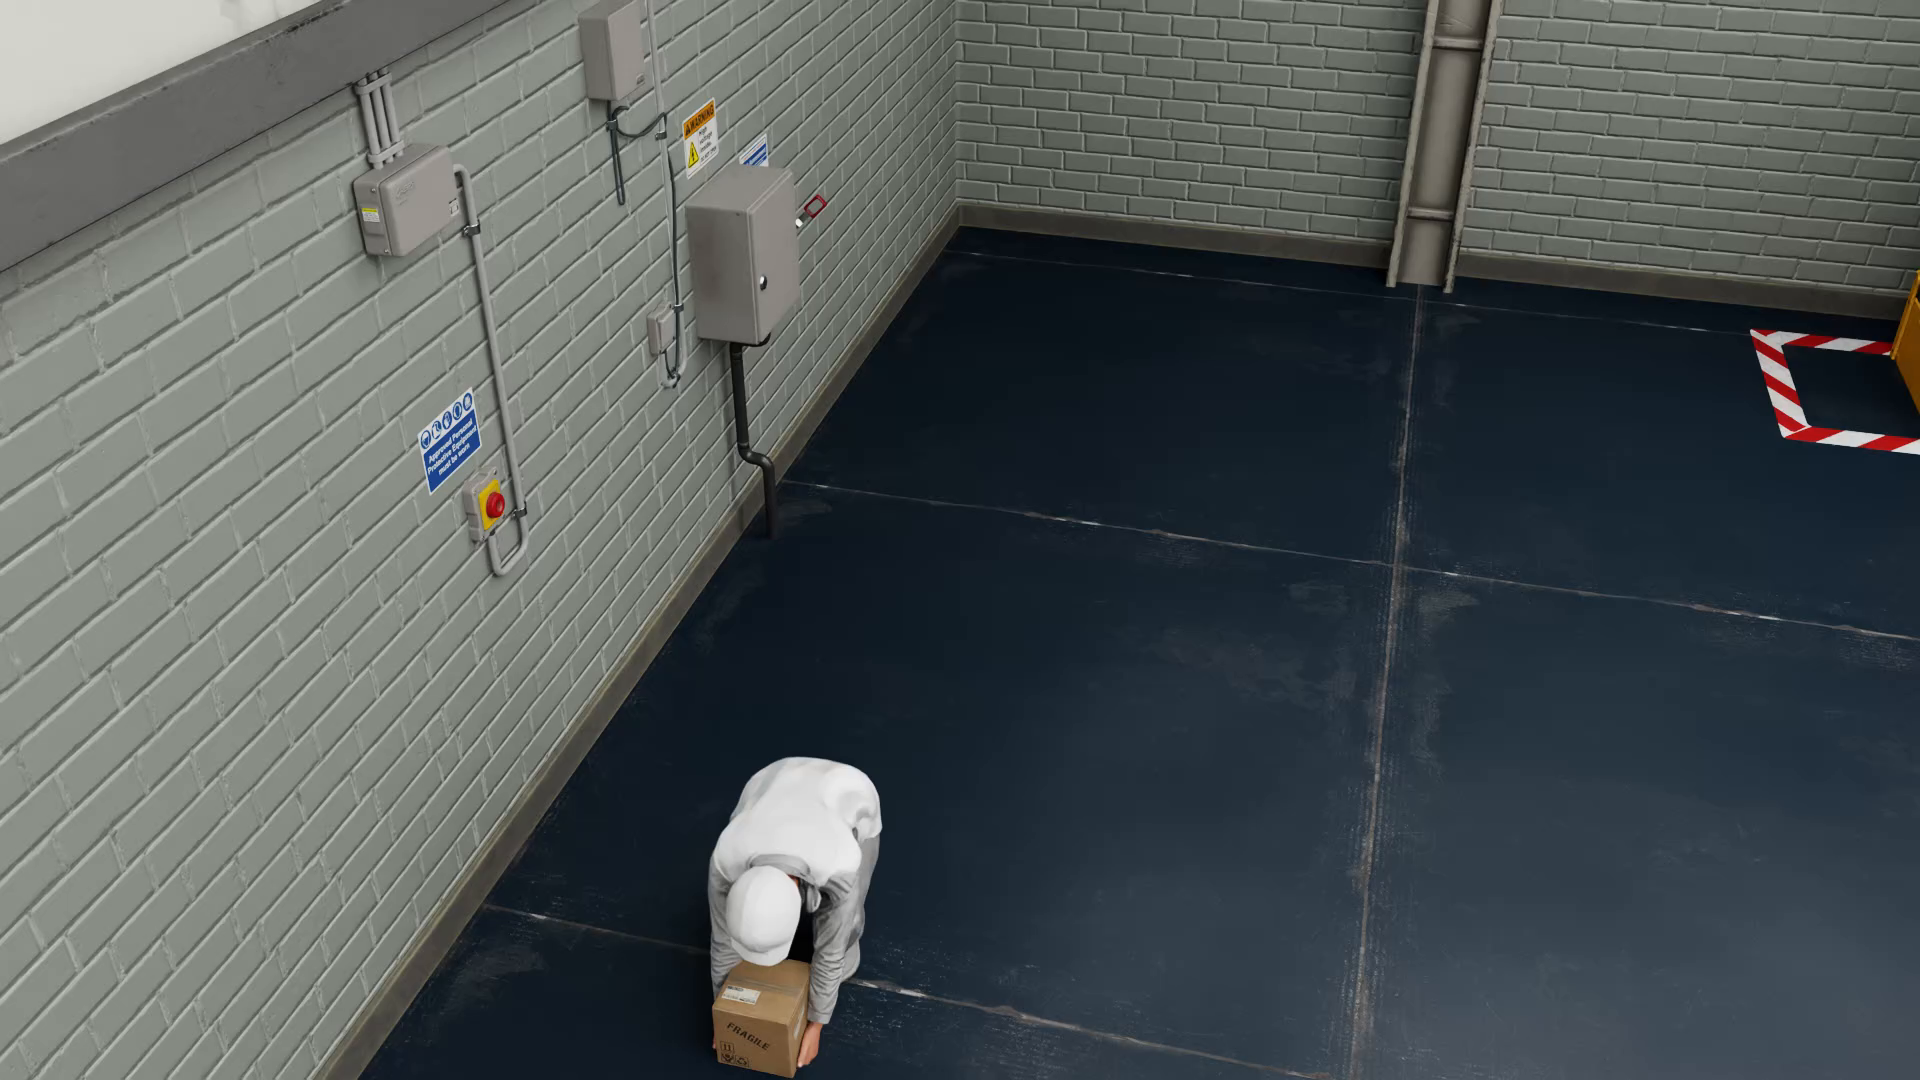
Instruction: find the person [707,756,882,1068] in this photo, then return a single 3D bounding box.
[{"bbox_3d":[-0.535,1.146,5.313,0.515,0.860,0.961,8,33,12],"label":"person"}]
